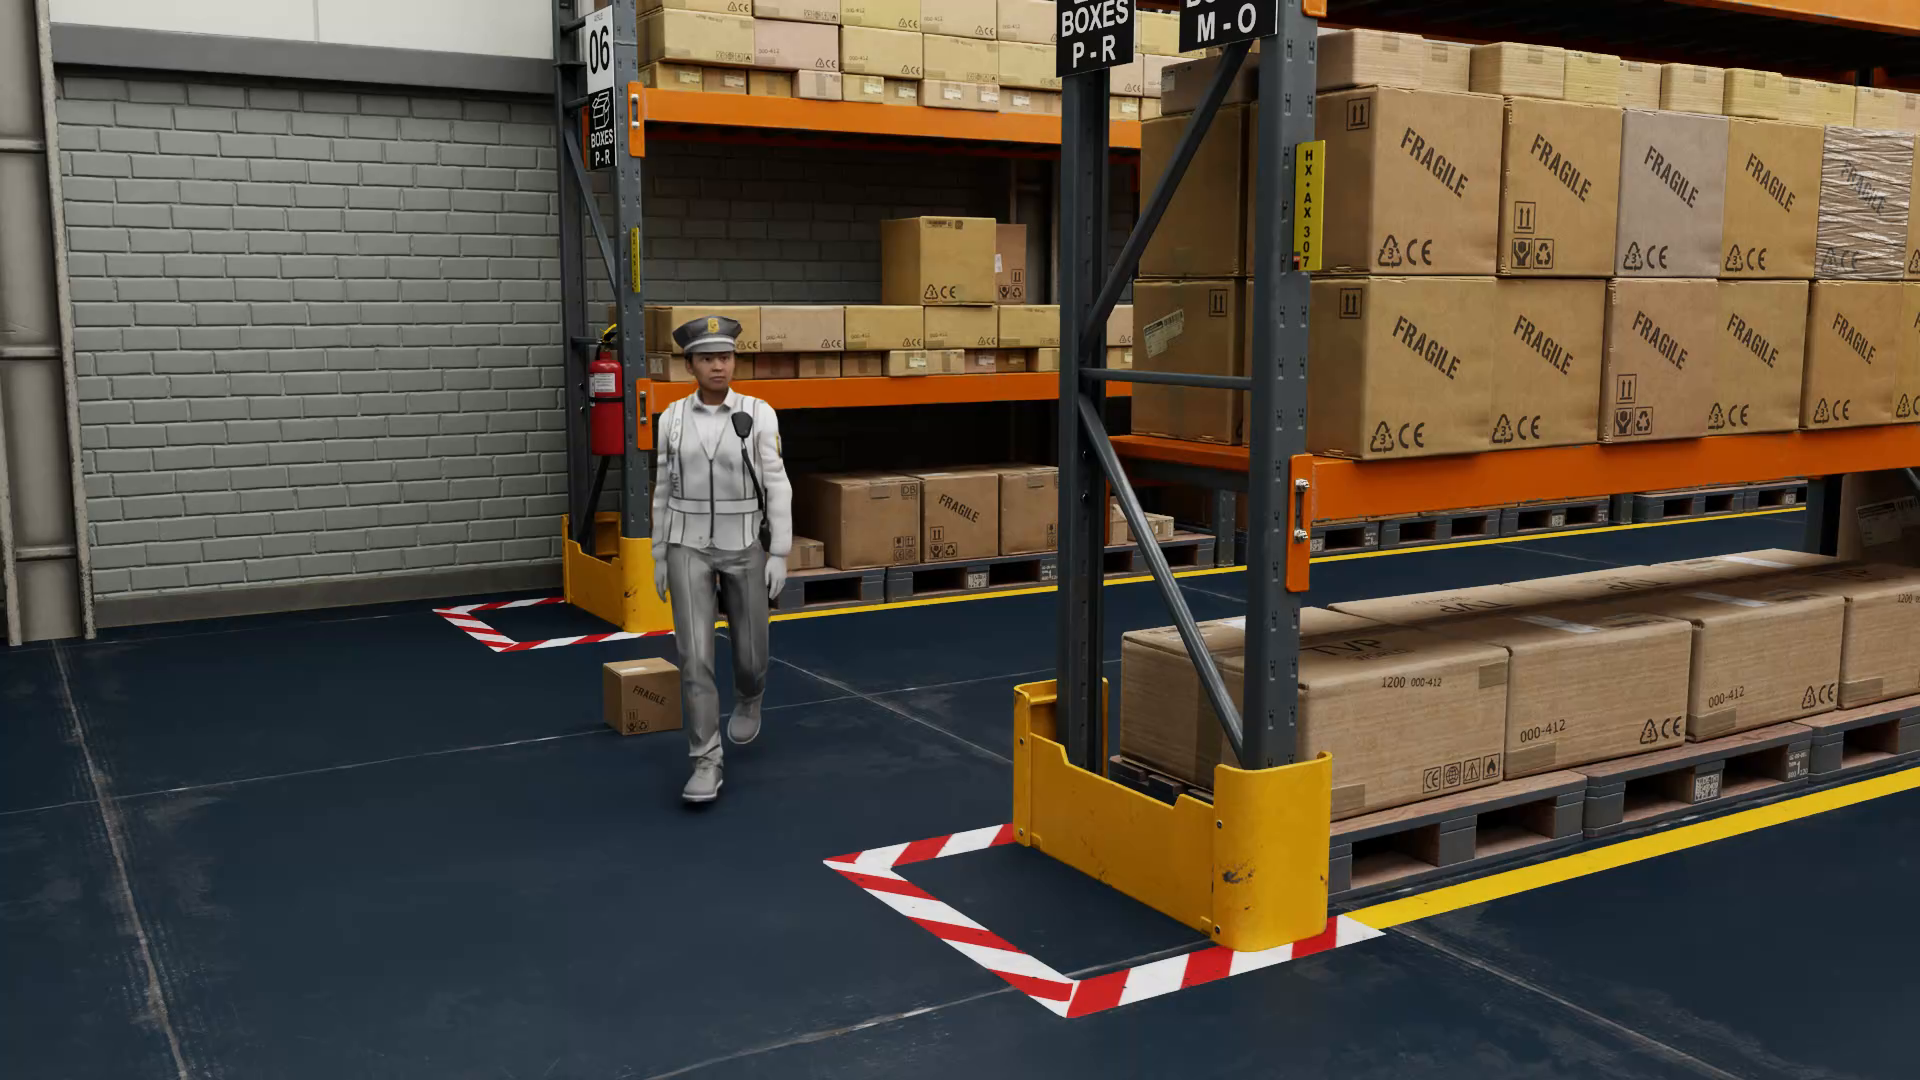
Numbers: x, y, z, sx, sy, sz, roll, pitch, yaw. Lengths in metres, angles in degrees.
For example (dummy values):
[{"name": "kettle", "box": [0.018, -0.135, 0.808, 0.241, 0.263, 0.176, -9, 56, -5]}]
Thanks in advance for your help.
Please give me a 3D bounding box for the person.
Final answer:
[{"name": "person", "box": [-0.849, 0.032, 5.930, 0.509, 1.658, 0.773, 0, 8, -2]}]
